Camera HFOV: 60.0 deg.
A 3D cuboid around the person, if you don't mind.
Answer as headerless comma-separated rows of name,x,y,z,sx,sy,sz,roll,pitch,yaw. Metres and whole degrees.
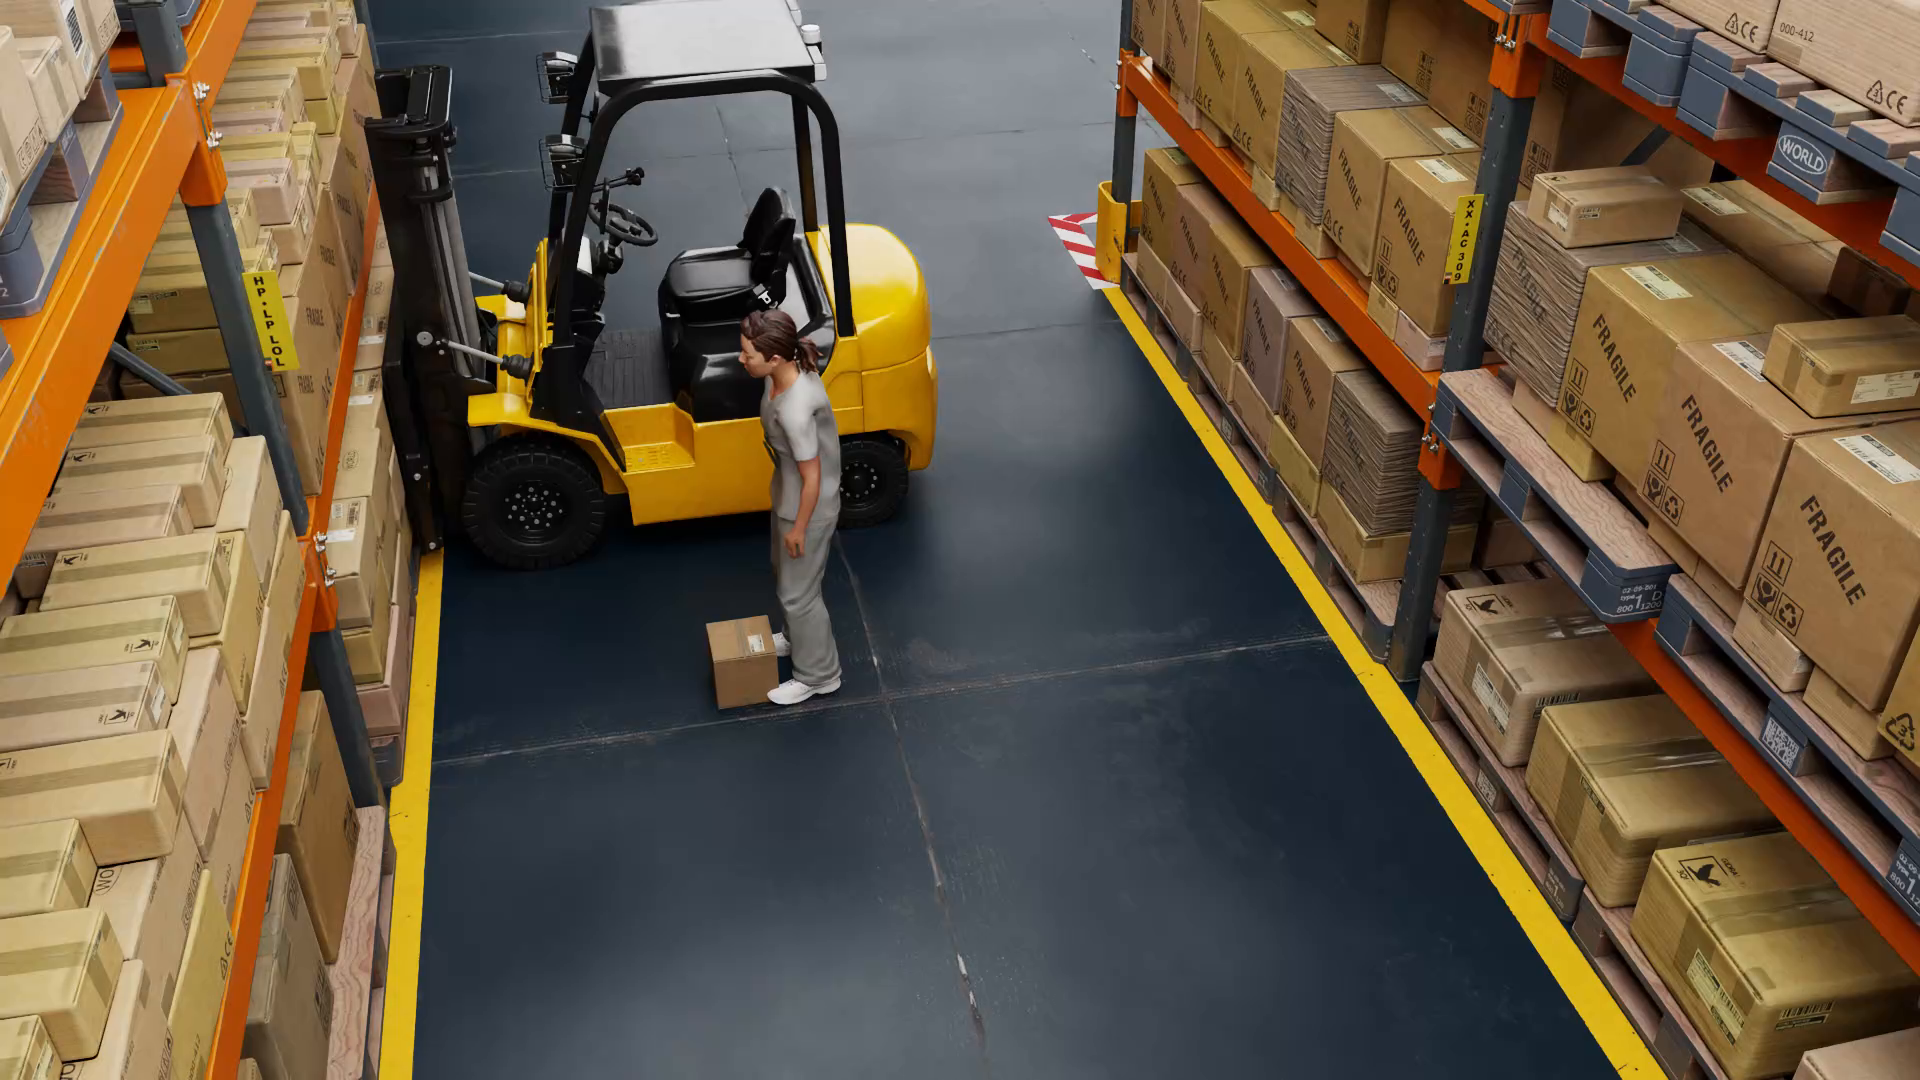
person,-0.631,-0.135,6.342,0.358,1.672,0.485,-8,35,-11
